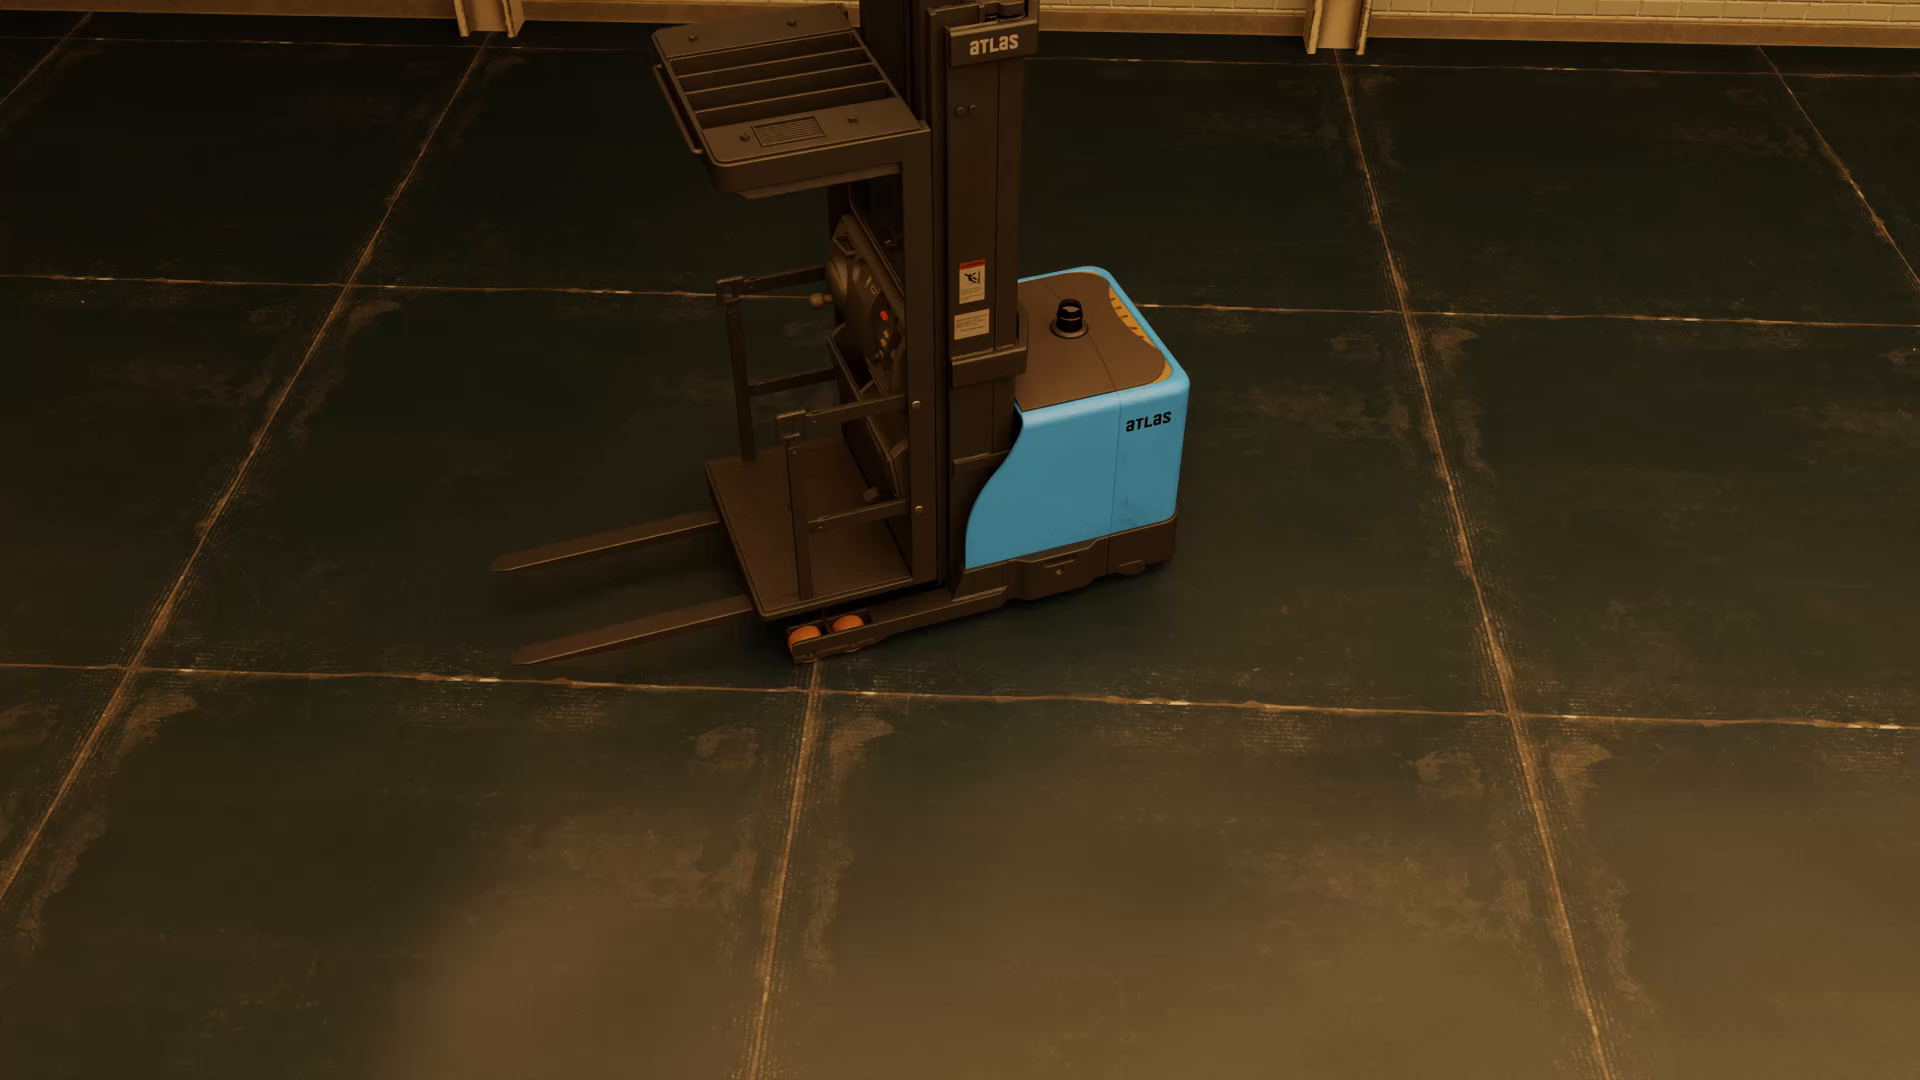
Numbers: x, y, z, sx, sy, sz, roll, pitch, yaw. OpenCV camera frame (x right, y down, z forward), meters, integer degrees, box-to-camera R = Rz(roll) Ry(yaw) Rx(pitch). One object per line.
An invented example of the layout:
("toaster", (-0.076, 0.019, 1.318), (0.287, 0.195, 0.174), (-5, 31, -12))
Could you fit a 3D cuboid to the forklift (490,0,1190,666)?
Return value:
("forklift", (-0.573, -0.945, 6.778), (3.031, 2.935, 1.130), (-13, 44, -14))
